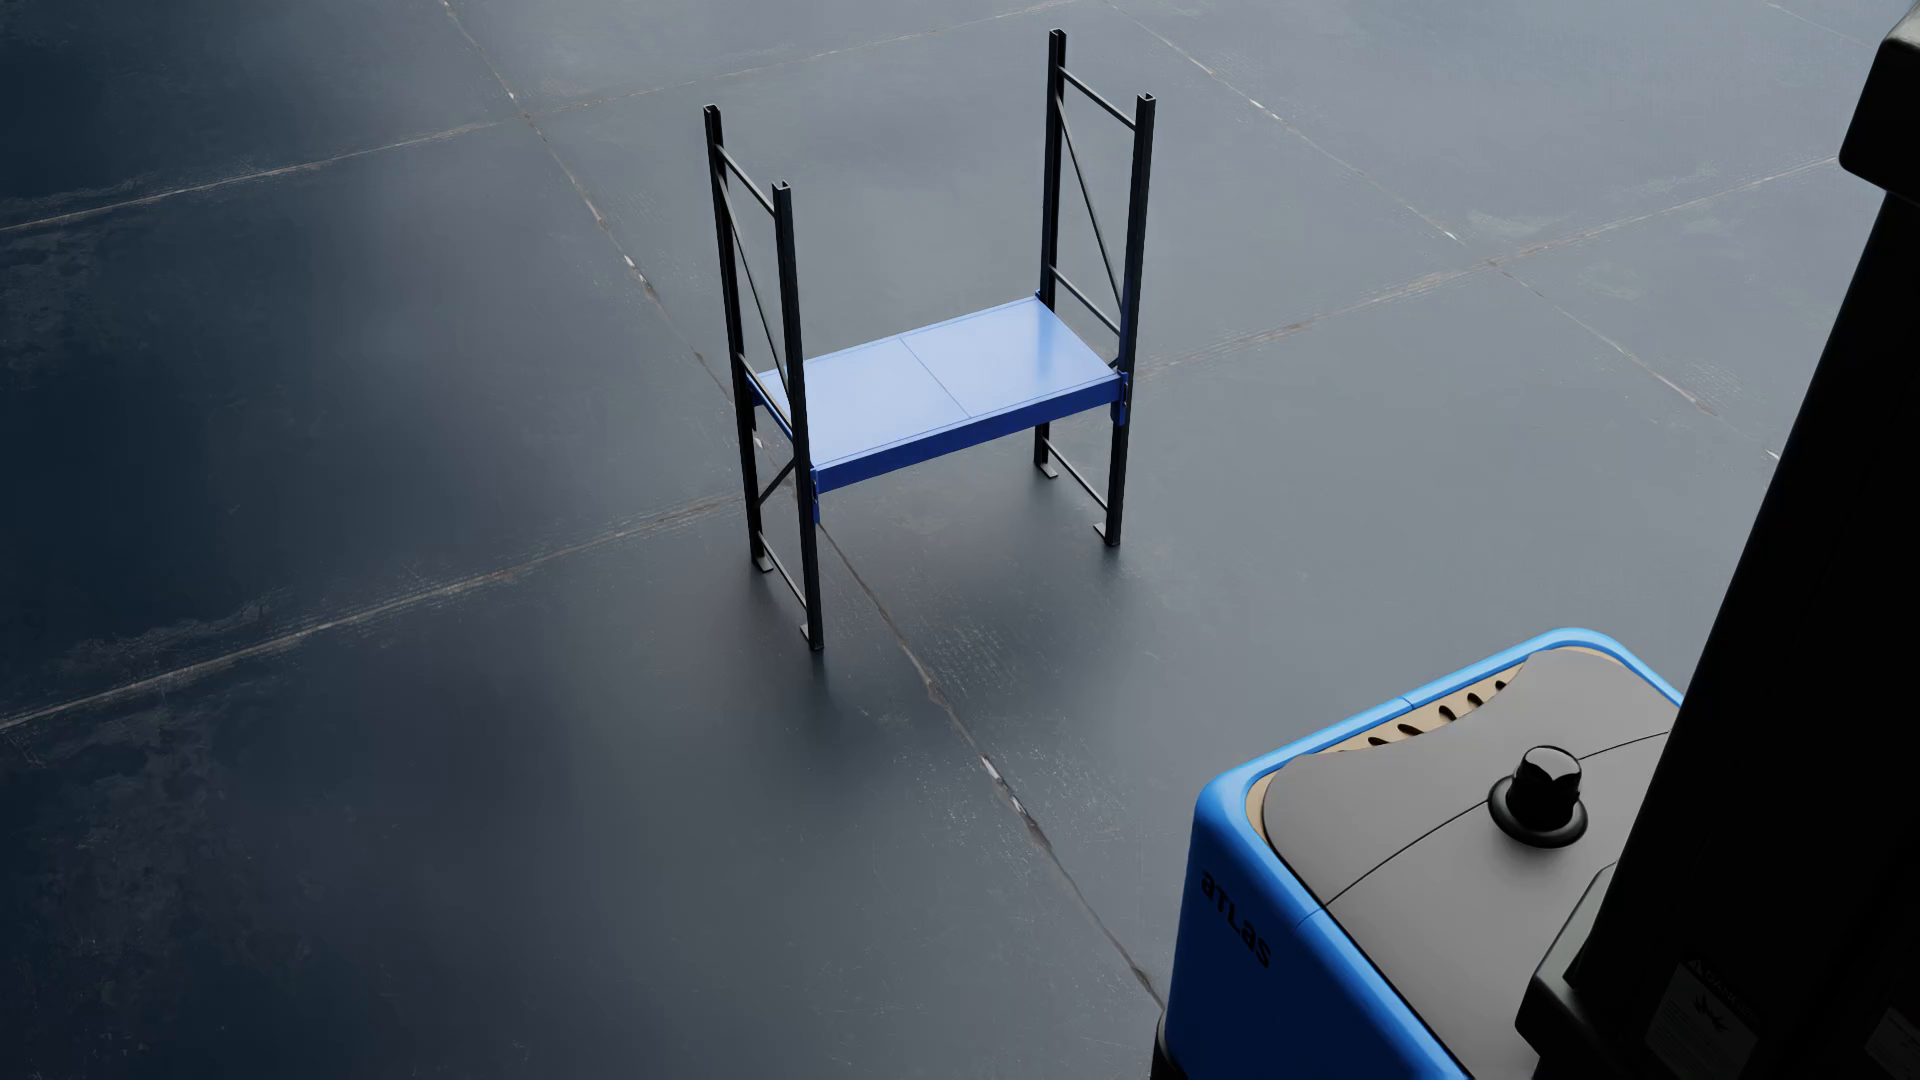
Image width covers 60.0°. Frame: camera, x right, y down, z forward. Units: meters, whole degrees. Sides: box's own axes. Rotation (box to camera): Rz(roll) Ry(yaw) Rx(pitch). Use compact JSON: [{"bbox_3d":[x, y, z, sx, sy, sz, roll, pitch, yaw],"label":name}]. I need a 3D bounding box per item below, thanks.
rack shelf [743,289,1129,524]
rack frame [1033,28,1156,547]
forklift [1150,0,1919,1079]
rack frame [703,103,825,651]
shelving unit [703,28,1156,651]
[{"bbox_3d":[-0.076,-0.410,4.852,1.000,0.185,0.538,-19,44,-21],"label":"rack shelf"},{"bbox_3d":[0.375,-0.699,4.915,0.032,1.500,0.500,-19,44,-21],"label":"rack frame"},{"bbox_3d":[1.559,0.843,1.985,1.130,2.935,3.031,-19,44,-21],"label":"forklift"},{"bbox_3d":[-0.527,-0.395,4.556,0.032,1.500,0.500,-19,44,-21],"label":"rack frame"},{"bbox_3d":[-0.076,-0.547,4.735,1.048,1.500,0.538,-19,44,-21],"label":"shelving unit"}]
